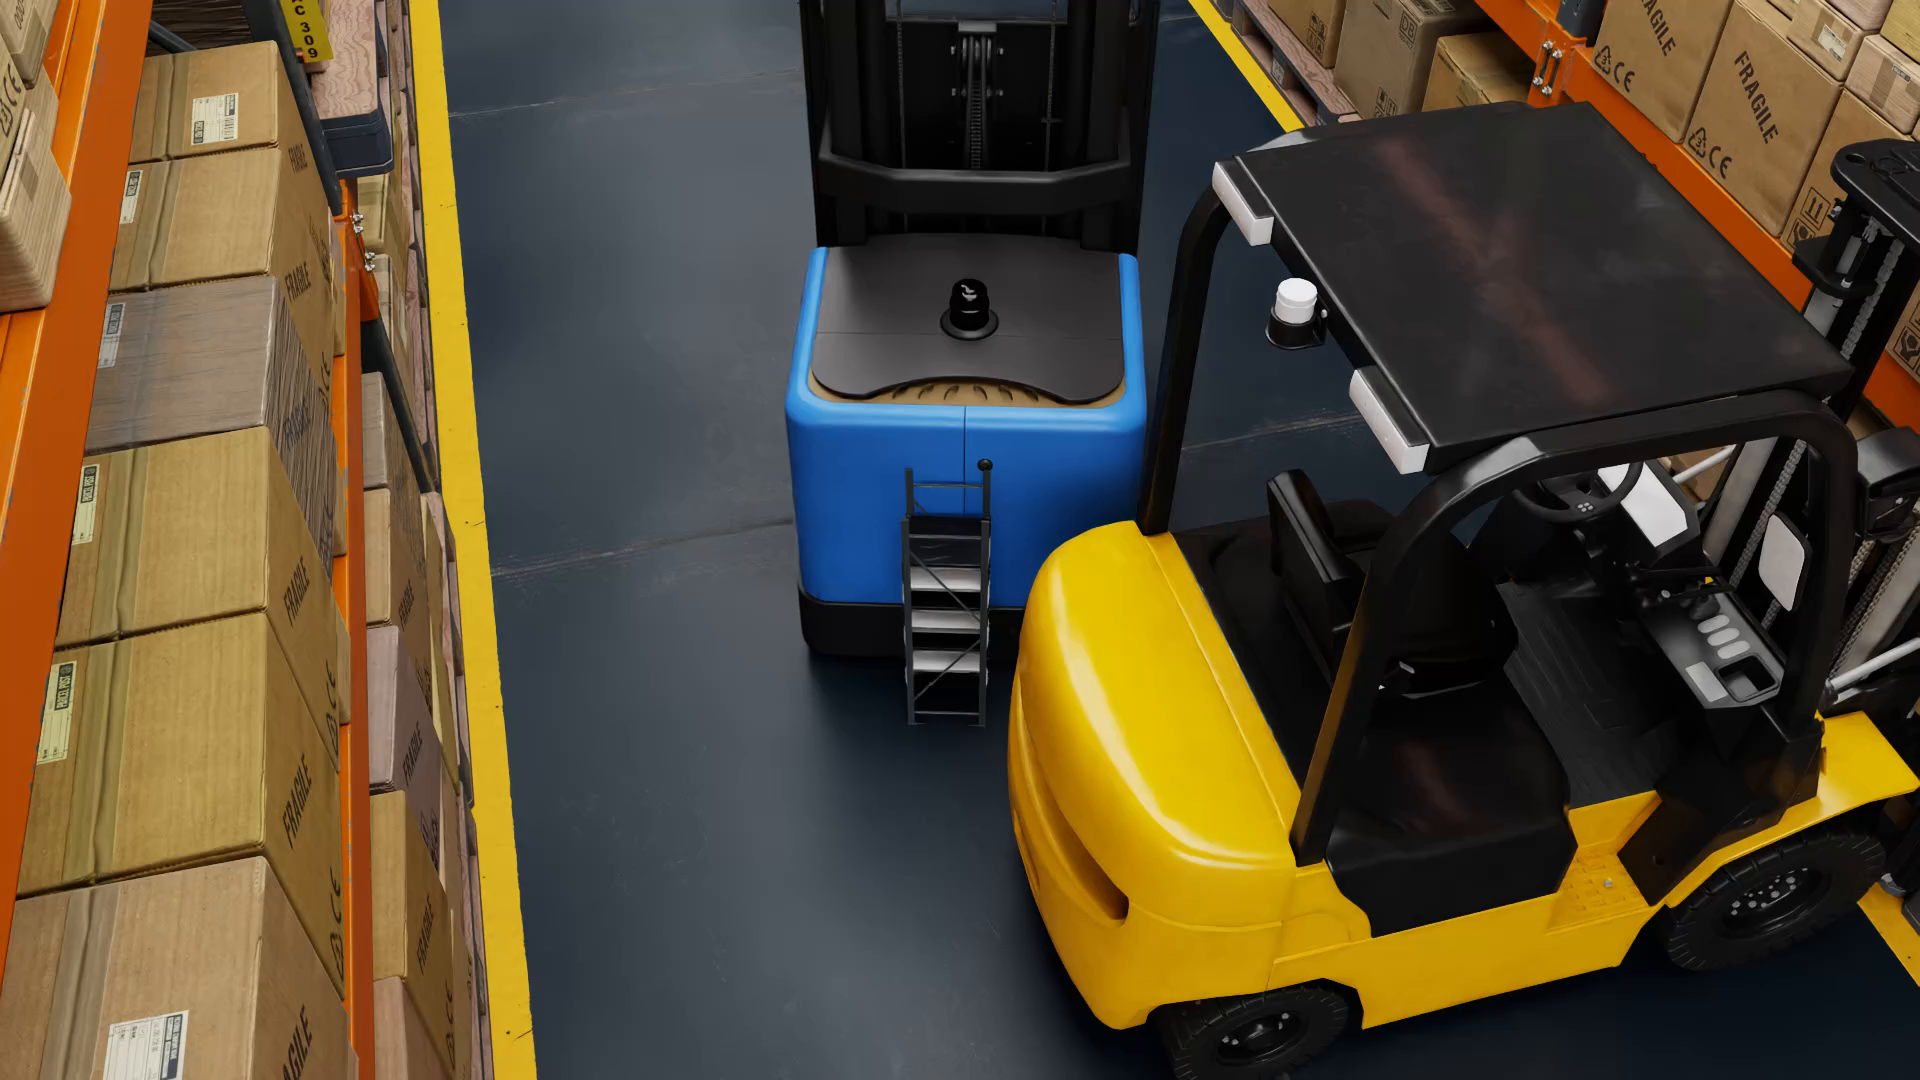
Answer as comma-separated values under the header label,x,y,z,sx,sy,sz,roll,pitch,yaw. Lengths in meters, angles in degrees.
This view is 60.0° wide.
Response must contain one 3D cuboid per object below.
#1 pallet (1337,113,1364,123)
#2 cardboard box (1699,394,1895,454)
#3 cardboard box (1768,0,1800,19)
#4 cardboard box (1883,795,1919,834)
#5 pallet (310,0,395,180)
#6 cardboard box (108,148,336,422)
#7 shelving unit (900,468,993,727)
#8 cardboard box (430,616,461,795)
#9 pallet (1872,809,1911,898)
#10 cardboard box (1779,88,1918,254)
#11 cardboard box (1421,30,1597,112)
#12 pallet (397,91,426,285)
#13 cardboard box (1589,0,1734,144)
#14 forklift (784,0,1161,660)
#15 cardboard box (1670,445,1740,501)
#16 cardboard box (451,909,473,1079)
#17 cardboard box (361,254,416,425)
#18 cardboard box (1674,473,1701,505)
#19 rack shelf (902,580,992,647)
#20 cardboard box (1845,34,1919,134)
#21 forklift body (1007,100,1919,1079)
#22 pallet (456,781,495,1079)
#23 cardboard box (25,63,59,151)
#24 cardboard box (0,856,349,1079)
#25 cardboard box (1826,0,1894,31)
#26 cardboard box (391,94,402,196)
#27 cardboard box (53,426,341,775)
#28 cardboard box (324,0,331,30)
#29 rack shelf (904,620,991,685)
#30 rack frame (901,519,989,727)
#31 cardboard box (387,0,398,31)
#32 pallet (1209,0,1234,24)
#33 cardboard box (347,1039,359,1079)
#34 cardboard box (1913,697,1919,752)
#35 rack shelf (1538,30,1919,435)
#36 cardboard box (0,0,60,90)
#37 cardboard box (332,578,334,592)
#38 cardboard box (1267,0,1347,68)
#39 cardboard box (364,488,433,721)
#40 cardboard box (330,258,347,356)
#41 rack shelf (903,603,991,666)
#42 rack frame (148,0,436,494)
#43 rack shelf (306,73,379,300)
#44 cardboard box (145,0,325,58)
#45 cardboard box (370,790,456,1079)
label,x,y,z,sx,sy,sz,roll,pitch,yaw
pallet,2.282,-1.455,7.028,1.003,0.211,1.213,-11,47,-10
cardboard box,2.588,-0.376,4.950,0.500,0.250,0.500,-9,46,-9
cardboard box,2.497,-1.570,4.664,0.380,0.149,0.250,-11,47,-10
cardboard box,2.869,0.689,4.606,0.500,0.250,0.500,-10,46,-10
pallet,-2.344,-1.506,5.260,1.003,0.211,1.213,-11,47,-10
cardboard box,-1.797,-0.543,3.904,0.500,0.500,0.500,-9,46,-9
shelving unit,-0.037,0.191,4.933,0.258,0.900,0.210,1,46,1
cardboard box,-1.732,0.521,4.770,0.500,0.250,0.500,-12,47,-11
pallet,2.987,0.447,5.164,1.003,0.211,1.213,-11,47,-10
cardboard box,2.649,-0.904,4.466,0.500,0.500,0.500,-11,47,-11
cardboard box,2.364,-1.604,6.590,0.875,0.625,0.625,-9,46,-9
pallet,-2.806,-1.425,6.998,1.003,0.211,1.213,-11,47,-10
cardboard box,2.369,-1.610,5.158,0.500,0.500,0.500,-12,47,-11
forklift,0.068,-1.679,5.344,1.130,2.935,3.031,2,46,1
cardboard box,2.582,-0.202,5.129,0.500,0.250,0.500,-11,47,-11
cardboard box,-1.480,1.222,4.083,0.500,0.250,0.500,-8,46,-8
cardboard box,-2.426,-0.608,5.792,0.950,0.372,0.625,-10,46,-10
cardboard box,2.604,-0.020,5.300,0.500,0.250,0.500,-10,46,-10
rack shelf,-0.037,0.214,4.957,0.258,0.077,0.200,1,46,1
cardboard box,2.554,-1.205,4.306,0.380,0.149,0.250,-11,47,-11
forklift body,1.283,0.154,4.094,2.313,2.155,1.214,-11,47,-10
pallet,-1.767,1.258,4.370,1.003,0.211,1.213,-11,47,-10
cardboard box,-1.478,-0.574,2.288,0.380,0.149,0.250,-12,47,-11
cardboard box,-1.254,0.868,2.520,0.500,0.500,0.500,-9,46,-9
cardboard box,2.498,-1.486,4.374,0.380,0.149,0.250,-10,46,-9
cardboard box,-2.793,-1.584,6.748,0.950,0.372,0.625,-9,46,-9
cardboard box,-1.524,0.167,3.208,0.500,0.500,0.500,-12,47,-11
cardboard box,-2.181,-1.692,5.190,0.380,0.149,0.250,-10,46,-9
rack shelf,-0.037,0.340,5.086,0.258,0.077,0.200,1,46,1
rack frame,-0.041,0.263,4.862,0.240,0.900,0.006,1,46,1
cardboard box,-3.178,-2.616,7.760,0.950,0.372,0.625,-14,47,-13
pallet,1.657,-3.140,8.679,1.003,0.211,1.213,-11,47,-10
cardboard box,-1.240,1.005,2.841,0.380,0.149,0.250,-10,46,-10
cardboard box,2.835,0.493,4.448,0.500,0.250,0.500,-12,47,-11
rack shelf,3.020,-0.297,4.444,1.077,0.370,4.000,-11,47,-10
cardboard box,-1.524,-0.814,2.244,0.500,0.250,0.500,-10,46,-9
cardboard box,-1.612,0.118,3.710,0.380,0.149,0.250,-11,47,-11
cardboard box,1.978,-2.659,7.625,0.875,0.625,0.625,-12,47,-12
cardboard box,-1.746,0.244,4.517,0.500,0.500,0.500,-10,46,-10
cardboard box,-1.842,-0.594,4.408,0.380,0.149,0.250,-10,46,-9
rack shelf,-0.037,0.277,5.021,0.258,0.077,0.200,1,46,1
rack frame,-2.289,-1.019,4.649,1.000,3.000,0.127,-11,47,-10
rack shelf,-2.801,-2.148,6.259,1.077,0.370,4.000,-11,47,-10
cardboard box,-2.132,-1.682,4.725,0.500,0.500,0.500,-10,46,-9
cardboard box,-1.470,0.963,3.812,0.500,0.500,0.500,-10,46,-10
